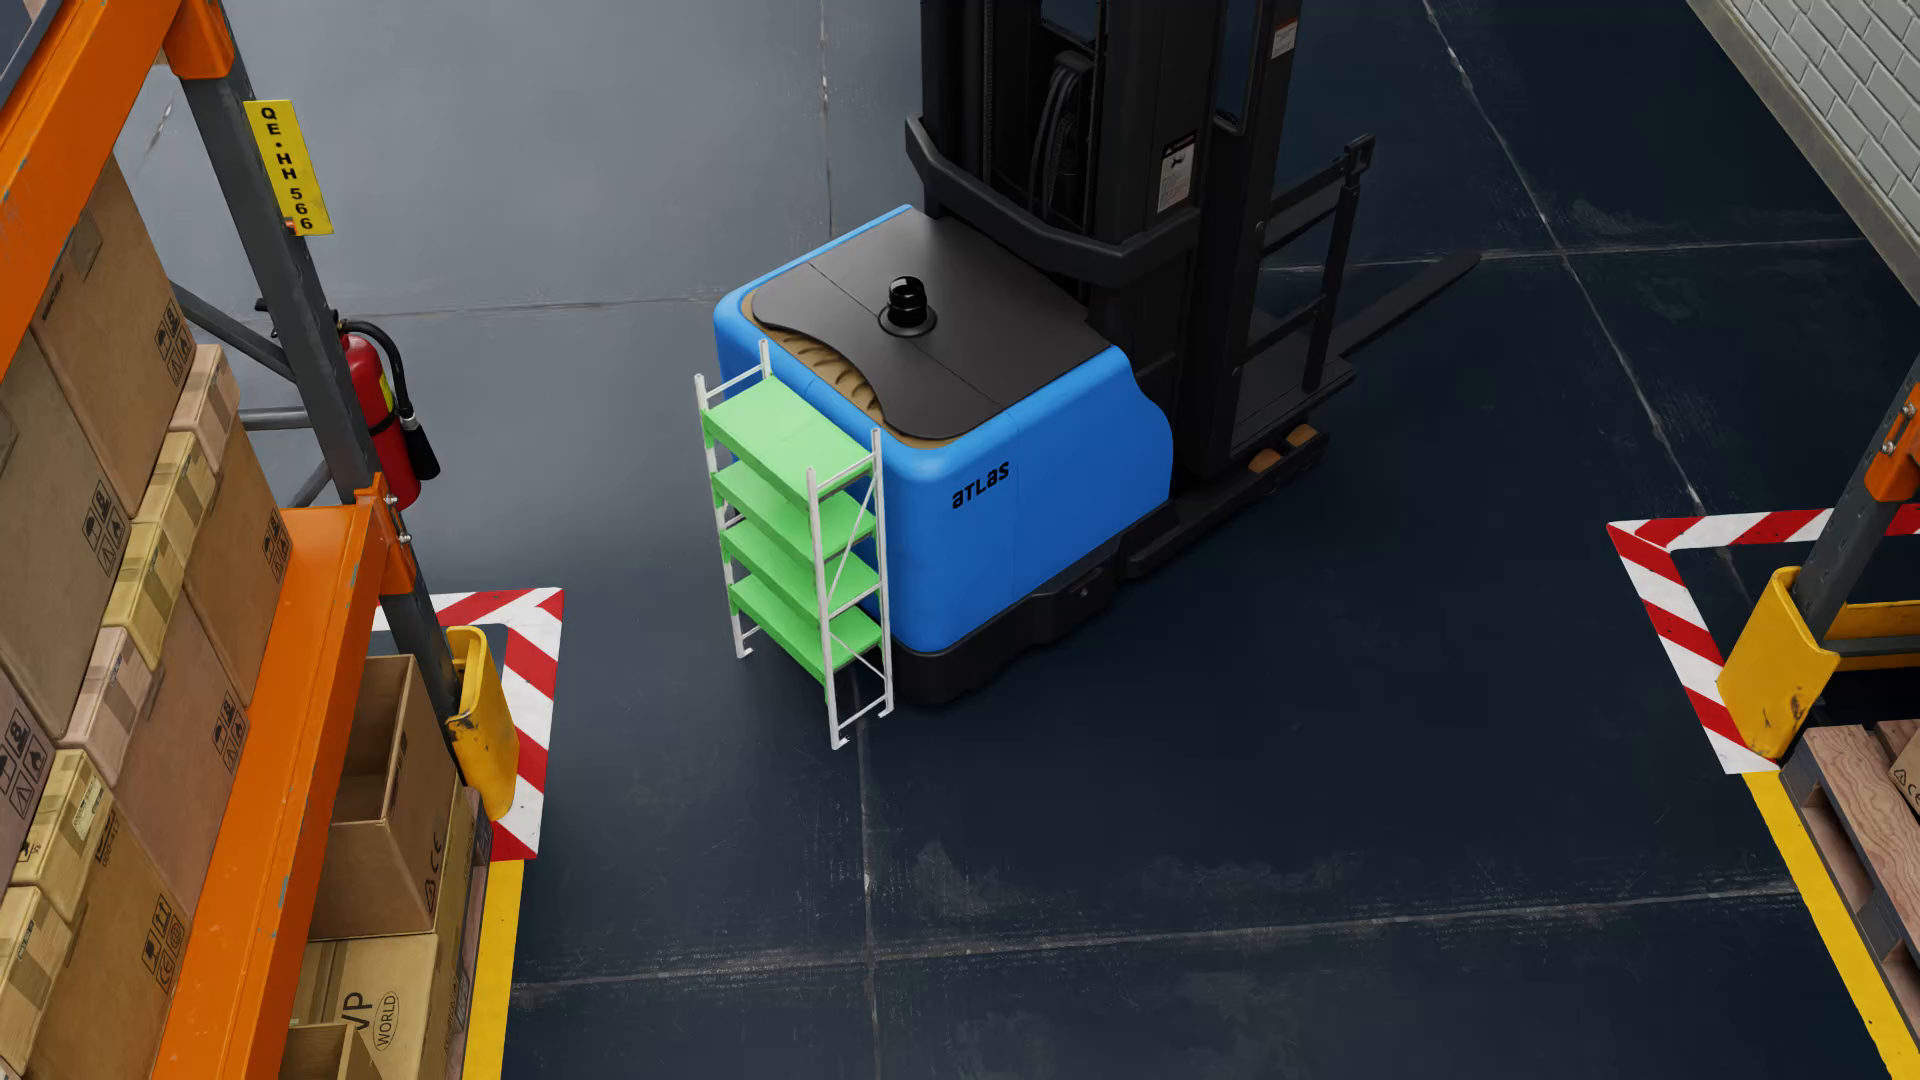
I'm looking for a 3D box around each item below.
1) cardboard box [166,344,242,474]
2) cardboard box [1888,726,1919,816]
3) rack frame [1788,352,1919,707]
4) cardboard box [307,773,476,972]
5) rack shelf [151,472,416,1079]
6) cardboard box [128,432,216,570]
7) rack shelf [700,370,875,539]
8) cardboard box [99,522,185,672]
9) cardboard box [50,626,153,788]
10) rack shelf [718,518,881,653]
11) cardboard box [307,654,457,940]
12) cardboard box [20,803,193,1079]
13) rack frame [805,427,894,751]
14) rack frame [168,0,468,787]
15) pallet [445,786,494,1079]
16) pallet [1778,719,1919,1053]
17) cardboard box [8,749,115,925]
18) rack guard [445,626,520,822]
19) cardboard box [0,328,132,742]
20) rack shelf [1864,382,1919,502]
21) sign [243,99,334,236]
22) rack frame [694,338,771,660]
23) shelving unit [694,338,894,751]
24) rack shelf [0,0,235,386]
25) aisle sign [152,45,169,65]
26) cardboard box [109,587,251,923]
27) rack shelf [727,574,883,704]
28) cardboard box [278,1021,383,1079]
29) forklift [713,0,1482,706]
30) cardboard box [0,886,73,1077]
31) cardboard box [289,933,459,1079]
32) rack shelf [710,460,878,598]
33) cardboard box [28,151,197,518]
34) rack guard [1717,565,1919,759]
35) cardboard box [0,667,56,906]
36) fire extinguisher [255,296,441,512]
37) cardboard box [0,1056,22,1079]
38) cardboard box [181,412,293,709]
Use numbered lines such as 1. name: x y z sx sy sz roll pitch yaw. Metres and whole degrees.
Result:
1. cardboard box: -1.713 -0.258 3.413 0.380 0.149 0.250 -4 47 -4
2. cardboard box: 2.969 0.710 4.560 0.500 0.311 0.500 -8 47 -8
3. rack frame: 3.001 -0.569 4.223 1.000 3.000 0.127 -3 47 -3
4. cardboard box: -1.596 0.906 4.431 0.500 0.250 0.500 -3 47 -3
5. rack shelf: -1.768 1.429 2.826 1.077 0.370 4.000 -3 47 -3
6. cardboard box: -1.690 -0.069 3.233 0.380 0.149 0.250 -2 47 -2
7. rack shelf: -0.466 -0.241 4.579 0.258 0.148 0.480 -33 55 -27
8. cardboard box: -1.668 0.116 3.058 0.380 0.149 0.250 -4 47 -4
9. cardboard box: -1.650 0.299 2.886 0.380 0.149 0.250 -3 47 -3
10. rack shelf: -0.466 0.089 4.928 0.258 0.148 0.480 -33 55 -27
11. cardboard box: -1.594 0.648 4.158 0.500 0.500 0.500 -3 47 -3
12. cardboard box: -1.824 0.778 2.878 0.700 0.500 0.500 -3 47 -3
13. rack frame: -0.303 0.177 4.756 0.240 1.200 0.015 -33 55 -27
14. rack frame: -1.935 -0.265 3.935 1.000 3.000 0.127 -3 47 -3
15. pallet: -1.829 1.244 4.426 1.003 0.211 1.213 -3 47 -3
16. pallet: 3.040 1.035 4.625 1.003 0.211 1.213 -3 47 -3
17. cardboard box: -1.627 0.489 2.706 0.380 0.149 0.250 -2 47 -2
18. rack guard: -1.937 0.577 4.859 1.175 0.500 0.348 -3 47 -3
19. cardboard box: -1.855 0.011 2.711 0.700 0.500 0.500 -5 47 -4
20. rack shelf: 3.168 1.125 3.114 1.077 0.370 4.000 -3 47 -3
21. sign: -1.393 -0.768 3.451 0.100 0.325 0.005 -3 47 -3
22. rack frame: -0.629 -0.087 5.006 0.240 1.200 0.015 -33 55 -27
23. shelving unit: -0.466 0.045 4.881 0.258 1.200 0.503 -33 55 -27
24. rack shelf: -1.768 0.398 1.737 1.077 0.370 4.000 -3 47 -3
25. aisle sign: -1.648 -1.225 3.053 0.394 0.787 0.004 -3 47 -3
26. cardboard box: -1.860 0.419 3.219 0.700 0.500 0.500 -2 47 -2
27. rack shelf: -0.466 0.254 5.102 0.258 0.148 0.480 -33 55 -27
28. cardboard box: -1.495 1.371 3.474 0.500 0.500 0.500 -3 47 -3
29. forklift: 0.685 -1.424 5.080 3.031 2.935 1.130 -33 55 -27
30. cardboard box: -1.603 0.679 2.525 0.380 0.149 0.250 -2 47 -2
31. cardboard box: -1.542 1.267 4.089 0.500 0.250 0.500 -3 47 -3
32. rack shelf: -0.466 -0.076 4.753 0.258 0.148 0.480 -33 55 -27
33. cardboard box: -1.904 -0.369 3.071 0.700 0.500 0.500 -3 47 -3
34. rack guard: 3.007 0.345 5.078 1.175 0.500 0.348 -3 47 -3
35. cardboard box: -1.812 0.376 2.366 0.700 0.500 0.500 -3 47 -3
36. fire extinguisher: -1.482 -0.352 4.071 0.296 0.674 0.183 -3 47 -3
37. cardboard box: -1.581 0.864 2.350 0.380 0.149 0.250 -4 47 -4
38. cardboard box: -1.909 0.039 3.578 0.700 0.500 0.500 -3 47 -3
